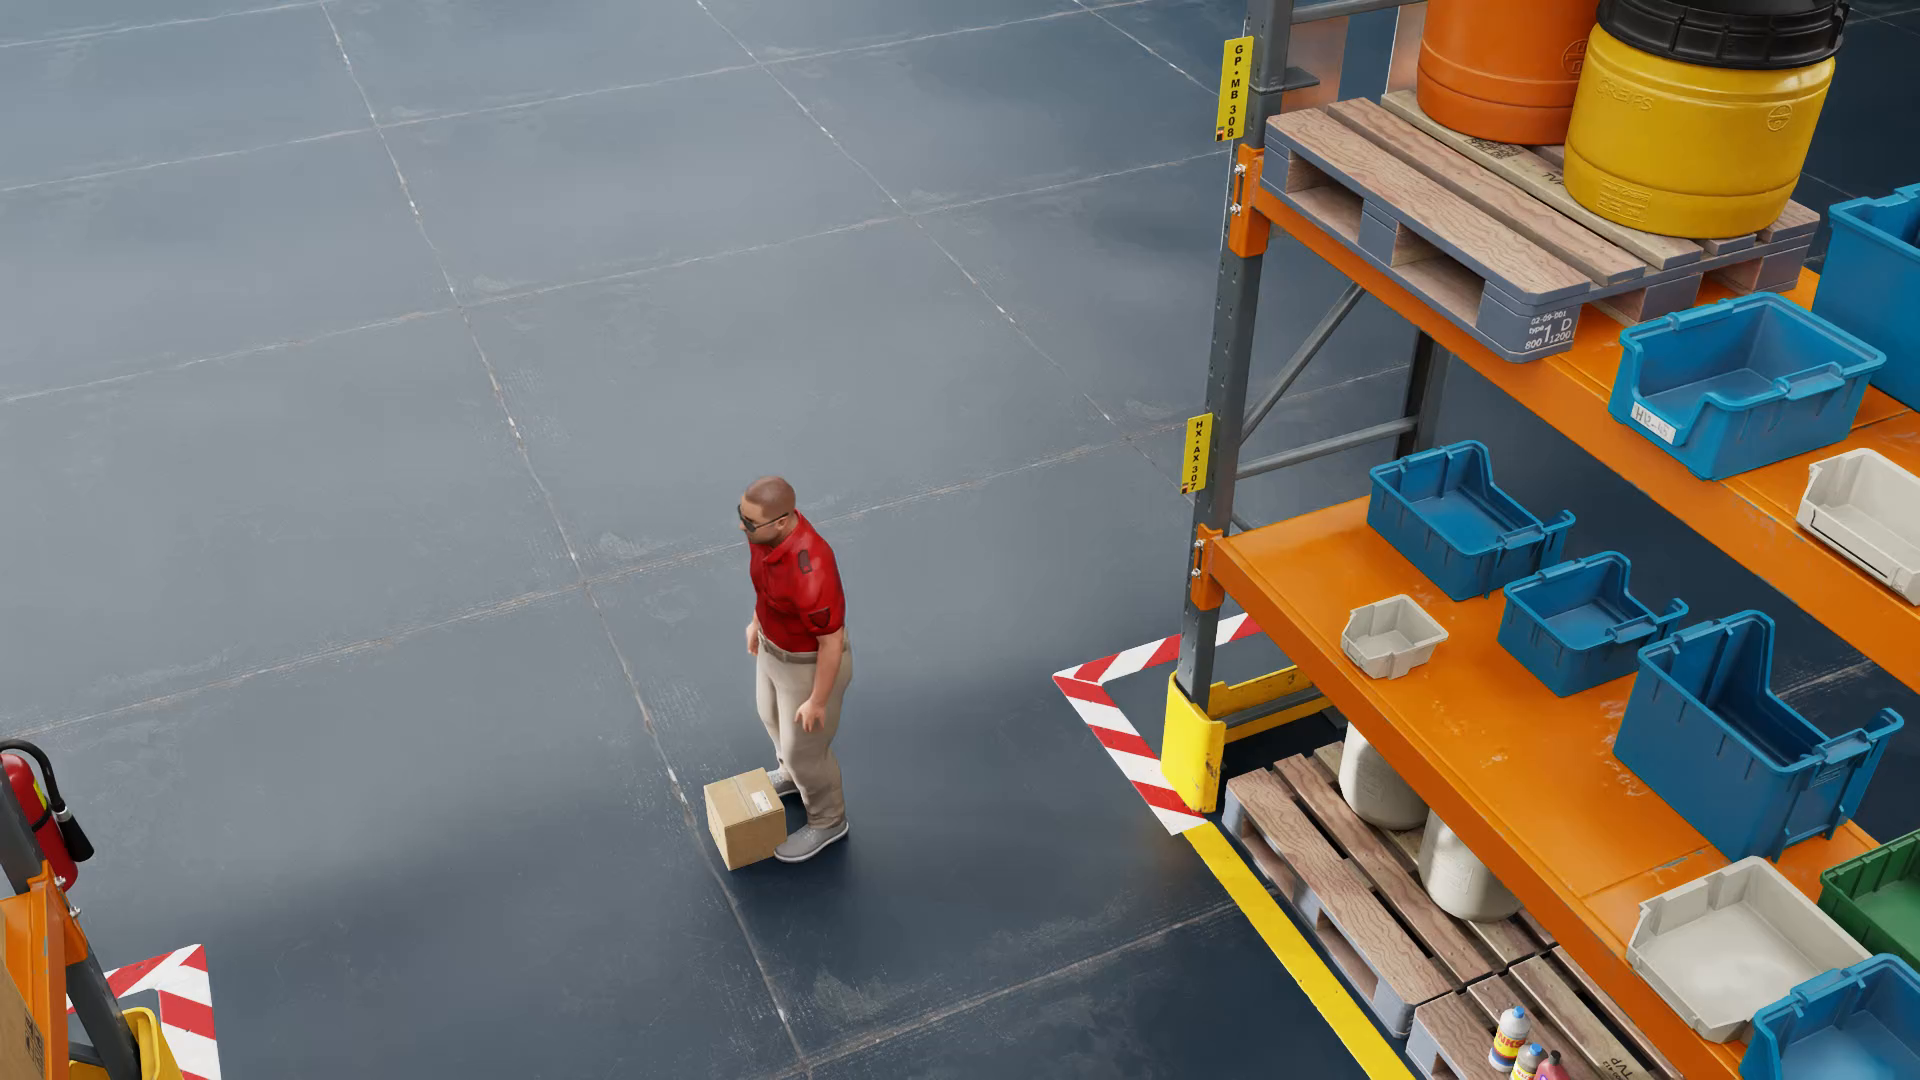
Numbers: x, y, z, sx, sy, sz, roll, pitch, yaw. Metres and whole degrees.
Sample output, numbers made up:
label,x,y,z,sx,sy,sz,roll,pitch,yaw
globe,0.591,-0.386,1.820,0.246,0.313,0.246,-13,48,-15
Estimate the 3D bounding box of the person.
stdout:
label,x,y,z,sx,sy,sz,roll,pitch,yaw
person,-0.625,0.455,6.262,0.392,1.728,0.603,-17,40,-22
